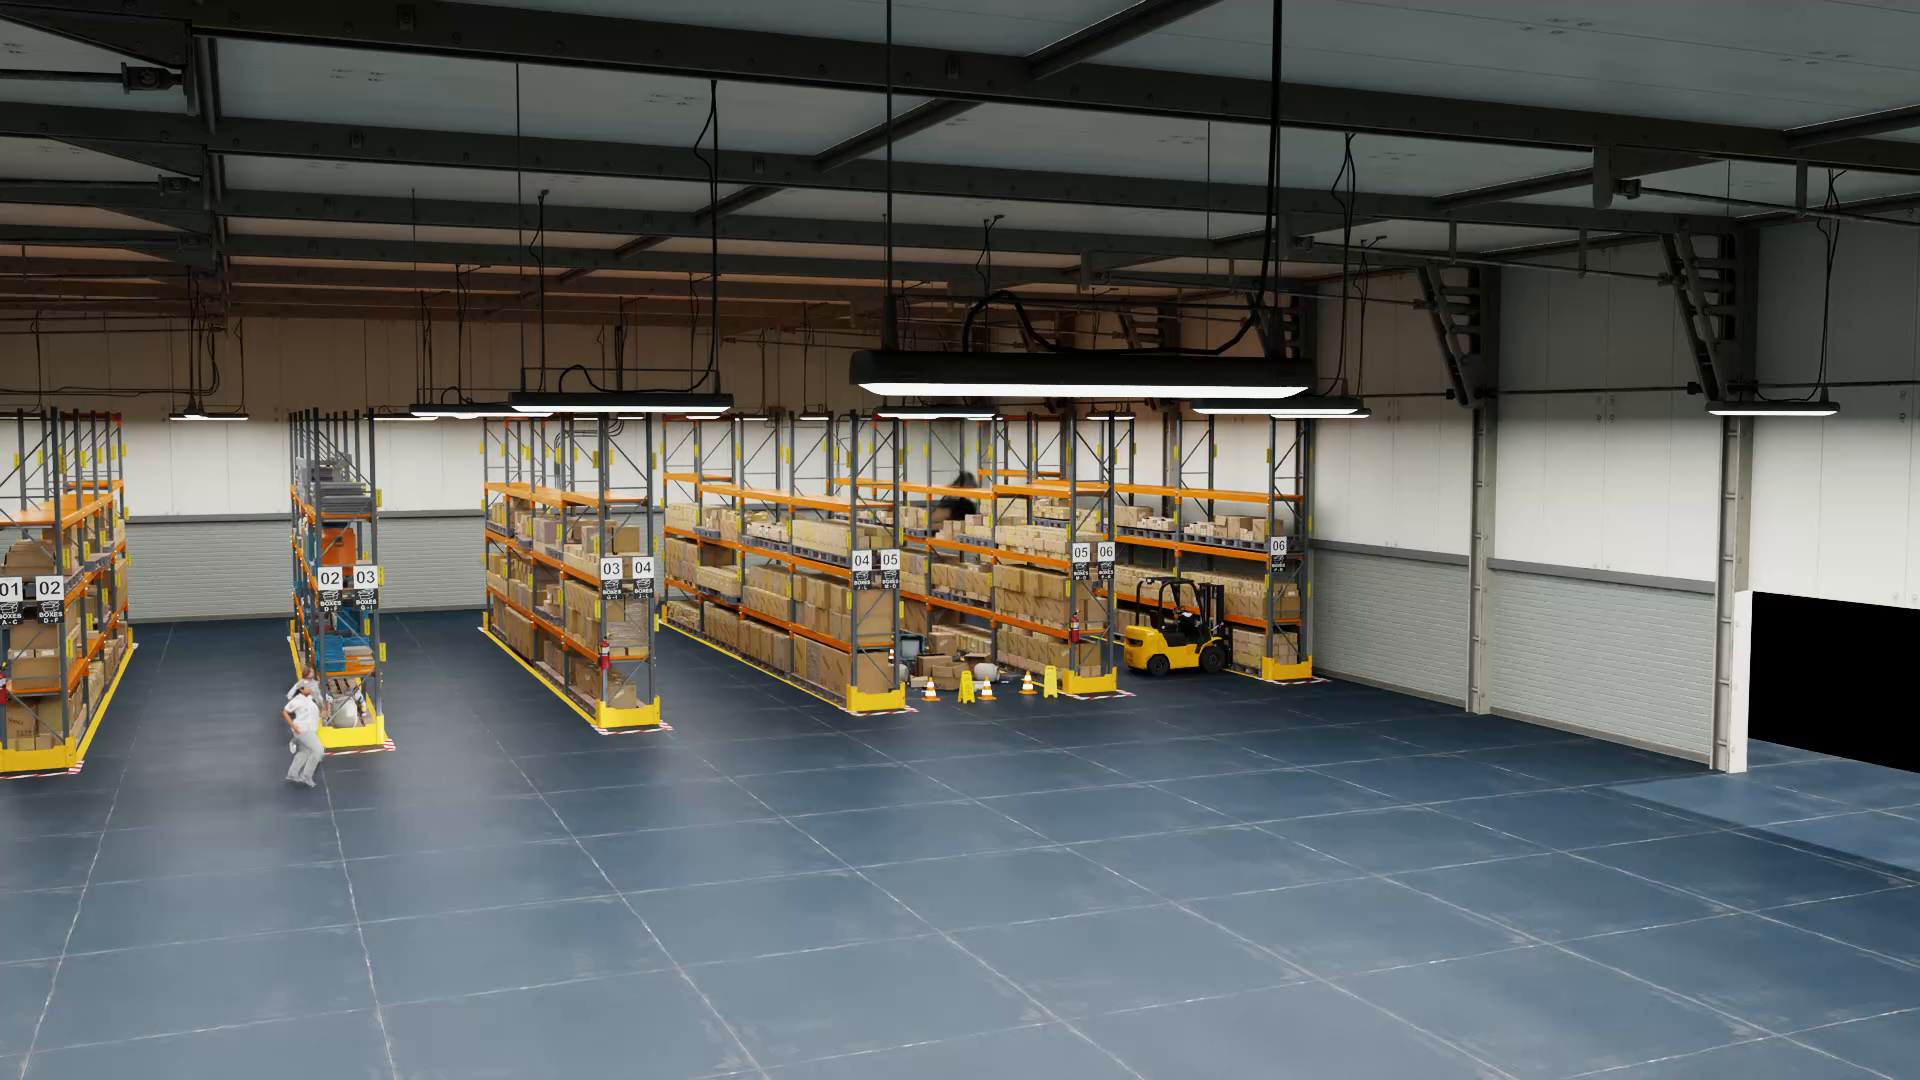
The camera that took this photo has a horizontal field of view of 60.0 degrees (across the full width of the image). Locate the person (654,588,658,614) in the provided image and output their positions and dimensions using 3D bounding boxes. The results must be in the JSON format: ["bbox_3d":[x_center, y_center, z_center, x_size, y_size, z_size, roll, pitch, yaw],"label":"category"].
[{"bbox_3d":[-8.247,1.828,43.980,0.597,1.723,0.697,-2,4,-21],"label":"person"}]

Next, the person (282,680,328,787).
[{"bbox_3d":[-10.346,3.057,26.312,0.698,1.698,0.574,0,4,-4],"label":"person"}]

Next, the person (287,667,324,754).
[{"bbox_3d":[-11.131,2.959,28.395,0.728,1.580,0.577,2,5,28],"label":"person"}]
